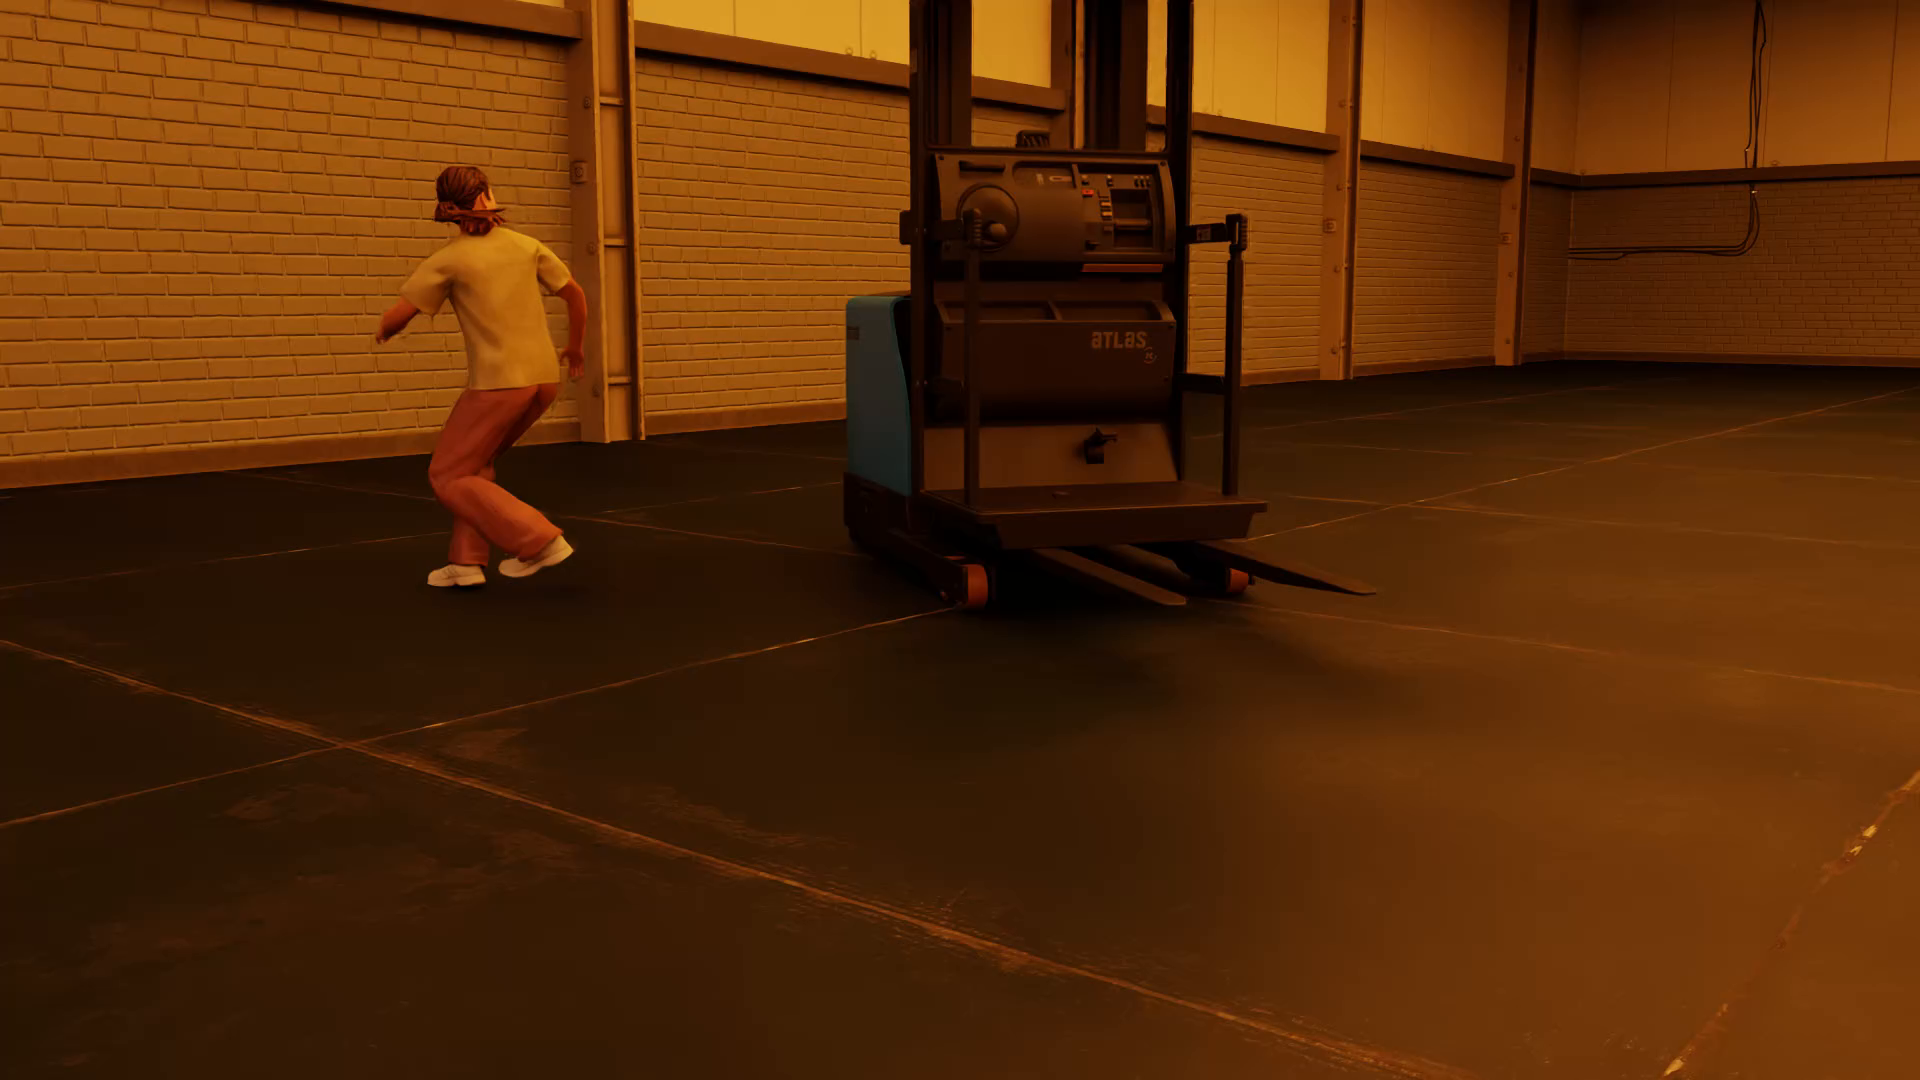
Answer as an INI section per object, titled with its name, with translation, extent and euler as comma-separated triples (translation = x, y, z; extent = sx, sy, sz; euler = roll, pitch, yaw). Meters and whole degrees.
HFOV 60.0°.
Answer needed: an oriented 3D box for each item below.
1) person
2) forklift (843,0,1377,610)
[person]
translation = -1.730, -0.590, 6.152
extent = 0.786, 1.542, 0.794
euler = 5, 10, 32
[forklift]
translation = 0.427, -1.272, 5.973
extent = 1.130, 2.935, 3.031
euler = -3, 9, -18
